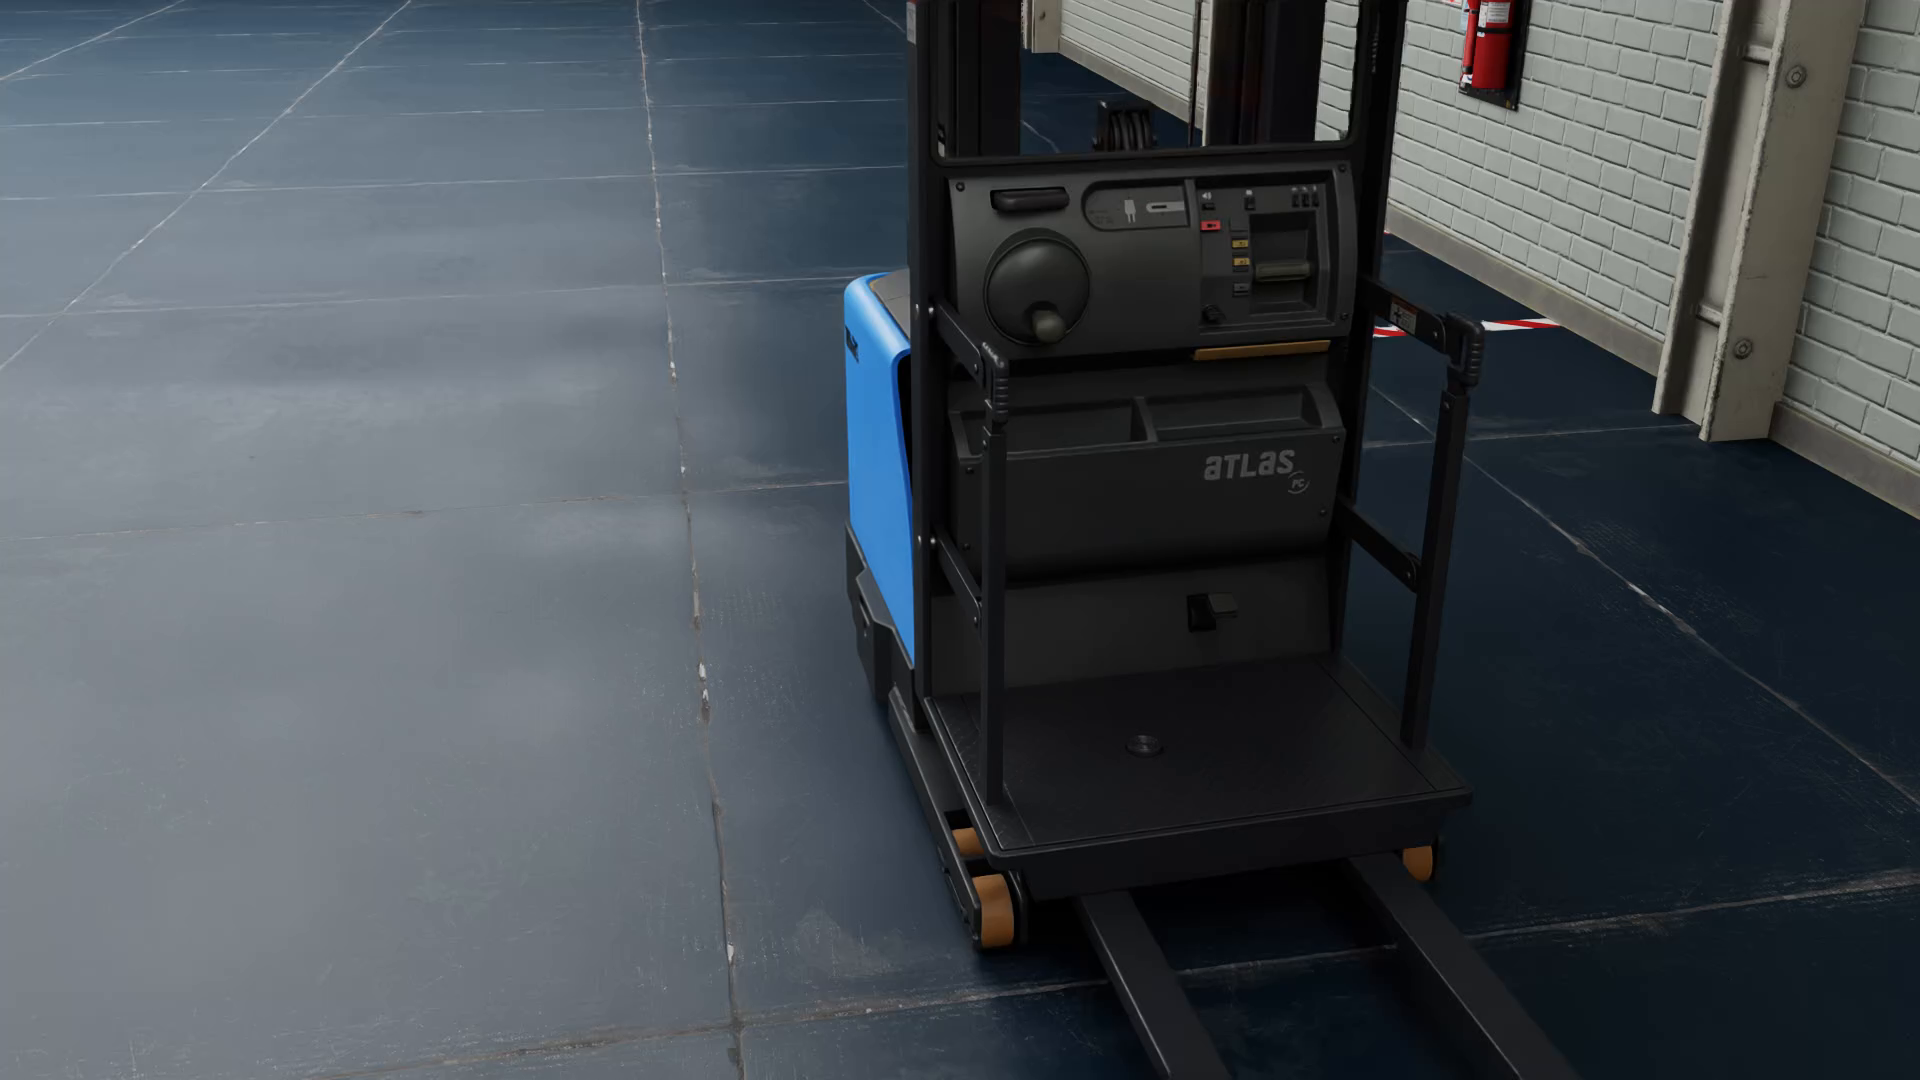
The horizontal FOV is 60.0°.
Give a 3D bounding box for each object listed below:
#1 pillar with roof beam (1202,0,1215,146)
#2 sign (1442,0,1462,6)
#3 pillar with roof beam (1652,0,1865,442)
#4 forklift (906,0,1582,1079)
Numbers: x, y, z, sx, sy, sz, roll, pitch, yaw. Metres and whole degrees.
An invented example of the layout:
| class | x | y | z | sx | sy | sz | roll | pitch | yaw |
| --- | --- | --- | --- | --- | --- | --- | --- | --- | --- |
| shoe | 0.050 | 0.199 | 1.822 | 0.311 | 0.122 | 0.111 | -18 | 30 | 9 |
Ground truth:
| class | x | y | z | sx | sy | sz | roll | pitch | yaw |
| --- | --- | --- | --- | --- | --- | --- | --- | --- | --- |
| pillar with roof beam | -2.242 | -6.647 | 9.726 | 9.100 | 9.000 | 0.400 | -4 | 24 | -10 |
| sign | 2.678 | -3.073 | 8.993 | 0.001 | 0.329 | 0.234 | -4 | 24 | -10 |
| pillar with roof beam | -1.133 | -4.287 | 4.323 | 9.100 | 9.000 | 0.400 | -4 | 24 | -10 |
| forklift | 0.477 | -0.605 | 3.473 | 1.110 | 2.935 | 3.031 | -5 | 24 | -12 |
